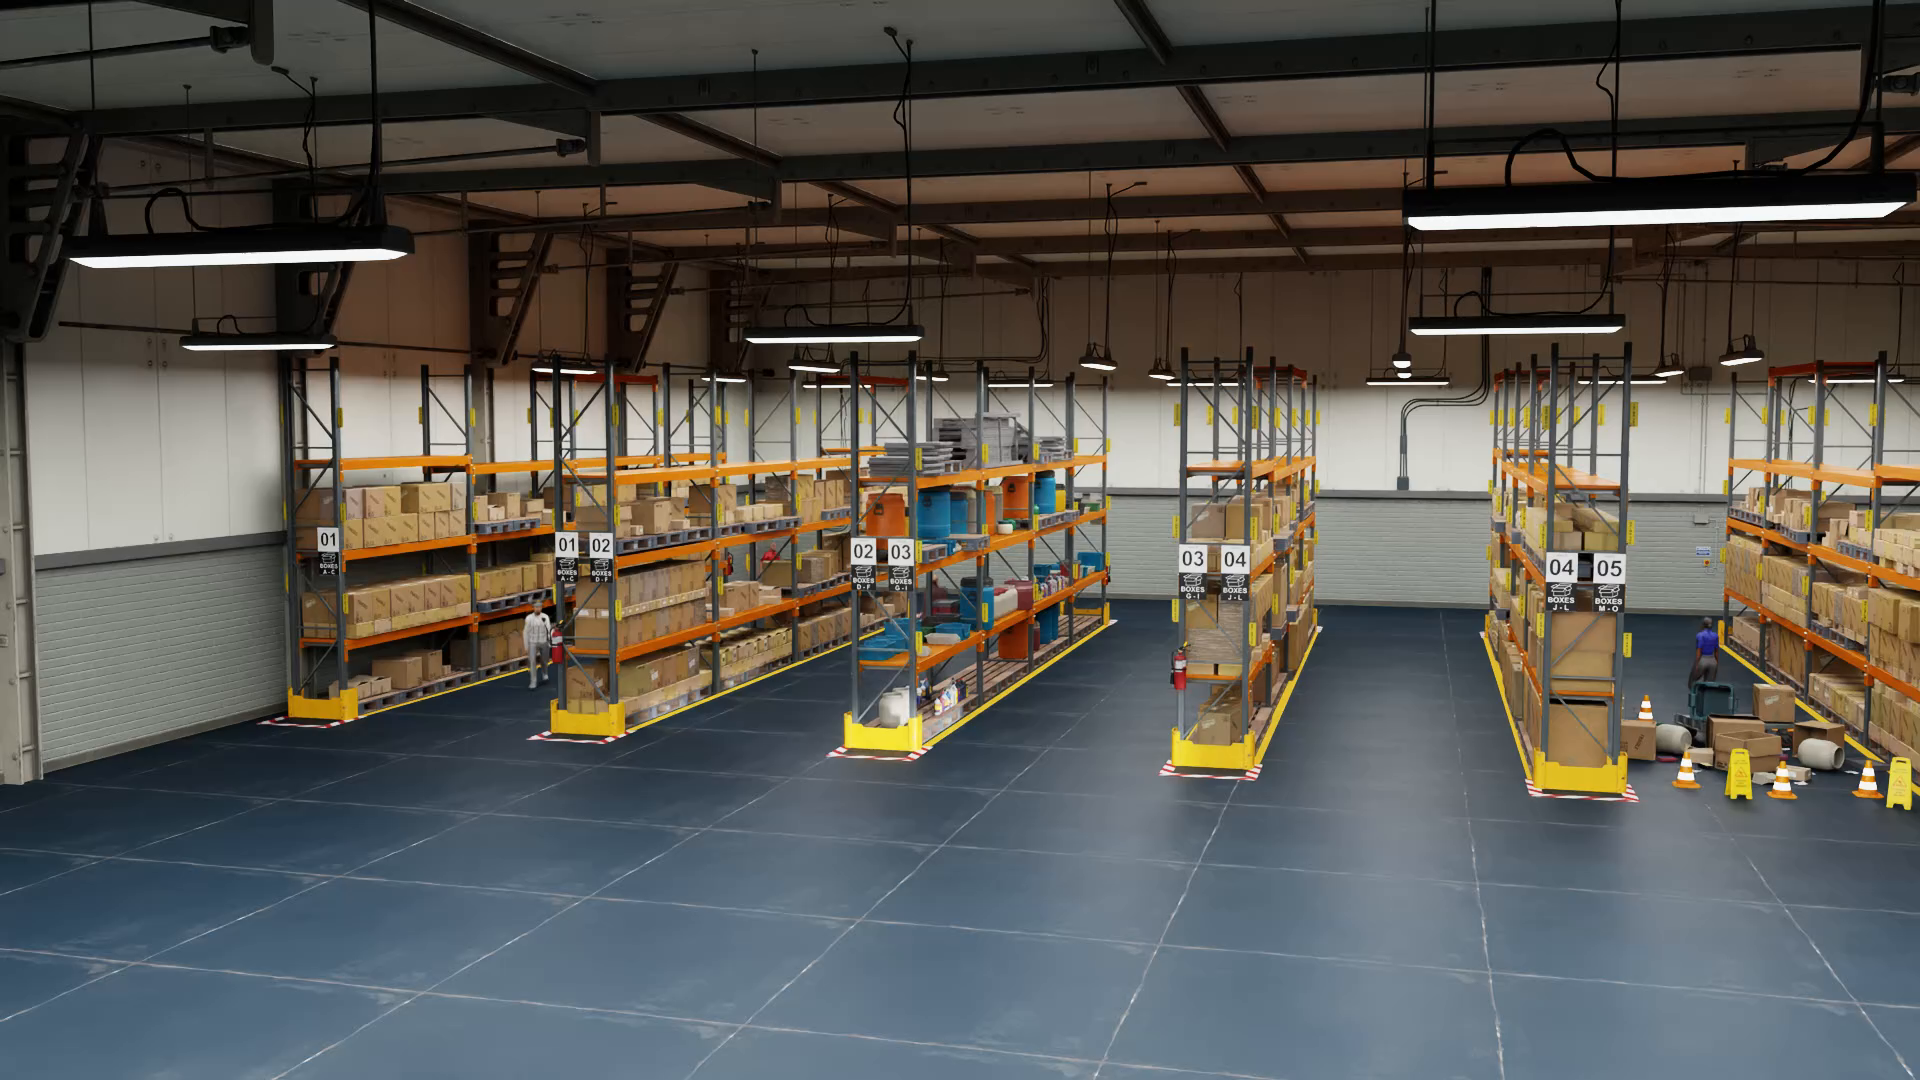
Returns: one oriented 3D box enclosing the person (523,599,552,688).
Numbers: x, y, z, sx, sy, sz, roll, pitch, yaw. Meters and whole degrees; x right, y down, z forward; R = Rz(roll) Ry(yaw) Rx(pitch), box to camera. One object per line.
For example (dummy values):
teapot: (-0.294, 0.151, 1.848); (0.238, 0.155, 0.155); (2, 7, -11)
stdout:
person: (-7.845, 1.897, 30.930); (0.555, 1.617, 1.081); (-1, 4, -11)

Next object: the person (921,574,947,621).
person: (-0.494, 1.562, 32.543); (0.632, 1.773, 0.614); (-3, 5, -36)

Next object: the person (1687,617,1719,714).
person: (12.542, 2.124, 27.988); (0.476, 1.667, 0.443); (0, 4, -5)

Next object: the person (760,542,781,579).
person: (-5.020, 0.867, 44.628); (1.108, 1.631, 0.504); (1, 4, 19)
